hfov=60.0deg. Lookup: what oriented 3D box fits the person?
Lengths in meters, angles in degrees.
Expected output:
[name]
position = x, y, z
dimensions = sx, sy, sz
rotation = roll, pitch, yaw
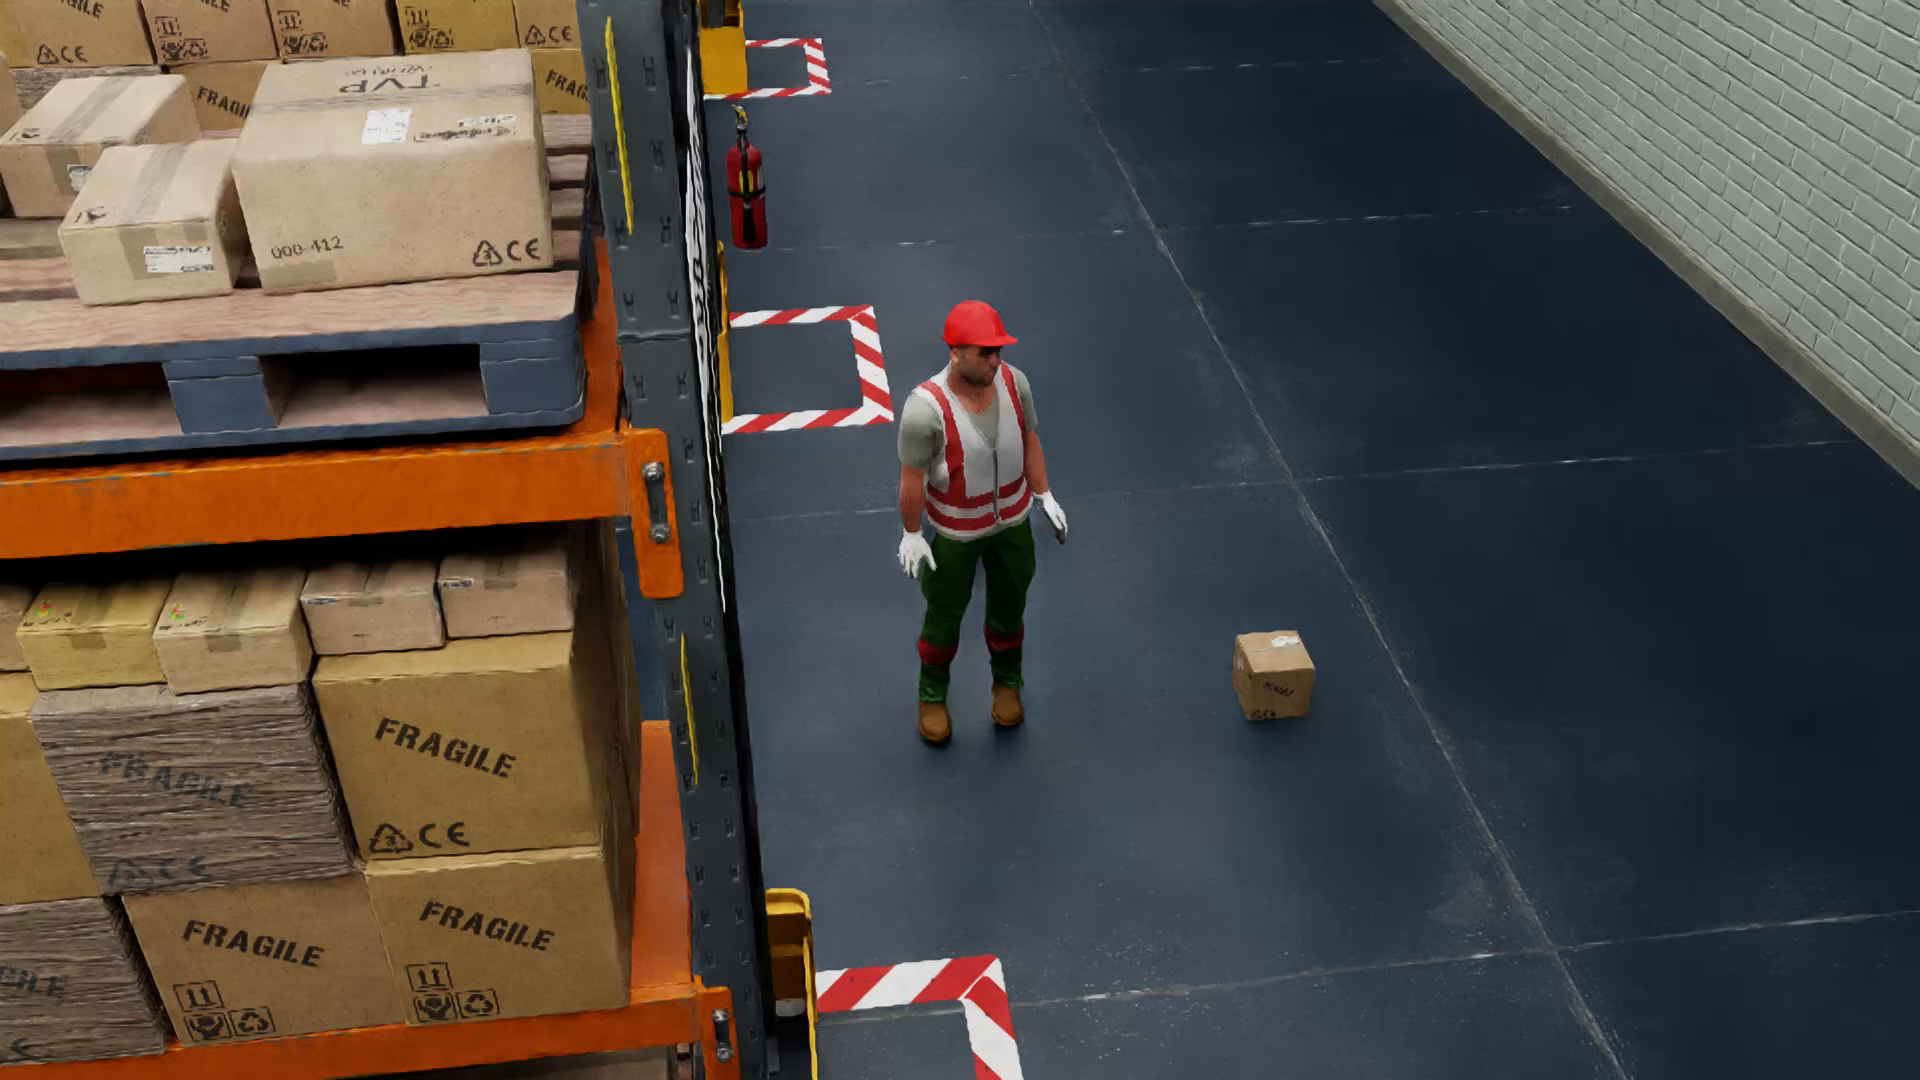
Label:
[person]
position = 0.078, -0.062, 6.166
dimensions = 0.634, 1.796, 0.388
rotation = -17, 38, -23
